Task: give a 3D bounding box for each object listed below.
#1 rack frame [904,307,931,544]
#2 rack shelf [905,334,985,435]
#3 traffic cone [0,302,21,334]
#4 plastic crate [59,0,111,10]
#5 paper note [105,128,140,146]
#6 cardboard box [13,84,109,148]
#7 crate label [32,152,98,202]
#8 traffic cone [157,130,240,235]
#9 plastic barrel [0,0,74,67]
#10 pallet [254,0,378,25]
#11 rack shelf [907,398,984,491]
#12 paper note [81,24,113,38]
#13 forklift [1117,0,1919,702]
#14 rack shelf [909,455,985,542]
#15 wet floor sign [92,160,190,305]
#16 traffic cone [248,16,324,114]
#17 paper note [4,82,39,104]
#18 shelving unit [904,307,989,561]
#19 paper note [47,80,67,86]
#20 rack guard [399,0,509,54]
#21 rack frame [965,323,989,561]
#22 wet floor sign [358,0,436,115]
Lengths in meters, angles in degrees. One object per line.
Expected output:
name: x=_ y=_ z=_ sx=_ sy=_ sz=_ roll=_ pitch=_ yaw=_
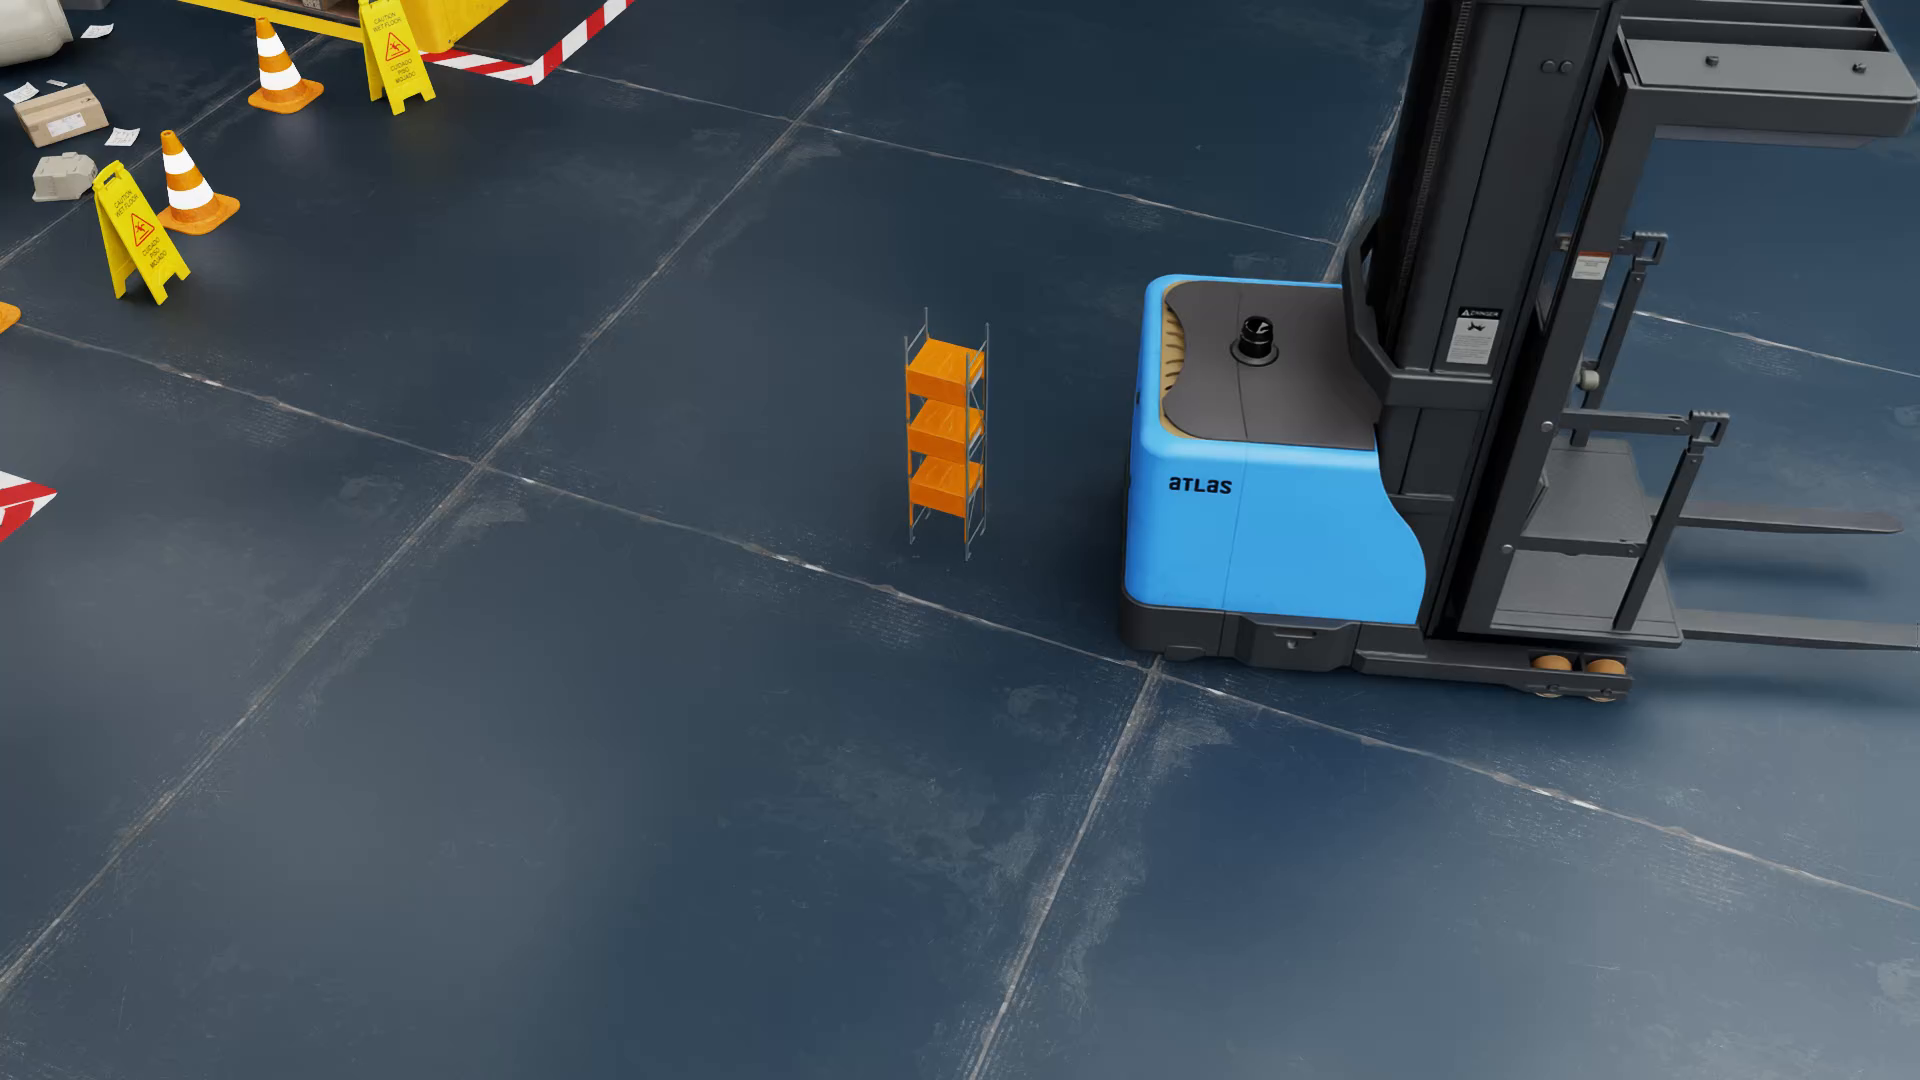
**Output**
rack frame: x=-0.162 y=-0.420 z=6.428 sx=0.008 sy=1.050 sz=0.200 roll=16 pitch=47 yaw=16
rack shelf: x=-0.049 y=-0.580 z=6.202 sx=0.240 sy=0.259 sz=0.215 roll=16 pitch=47 yaw=16
traffic cone: x=-4.600 y=-1.171 z=7.599 sx=0.334 sy=0.463 sz=0.336 roll=16 pitch=47 yaw=16
plastic crate: x=-5.402 y=-3.343 z=10.053 sx=0.583 sy=0.080 sz=0.402 roll=2 pitch=45 yaw=2
paper note: x=-4.482 y=-2.160 z=8.900 sx=0.142 sy=0.019 sz=0.148 roll=2 pitch=45 yaw=2
cardboard box: x=-4.830 y=-2.282 z=8.938 sx=0.380 sy=0.149 sz=0.250 roll=-28 pitch=51 yaw=-25
crate label: x=-4.600 y=-1.872 z=8.535 sx=0.298 sy=0.136 sz=0.250 roll=-5 pitch=45 yaw=-5
traffic cone: x=-3.851 y=-1.815 z=8.246 sx=0.334 sy=0.463 sz=0.336 roll=16 pitch=47 yaw=16
plastic barrel: x=-5.333 y=-2.914 z=9.379 sx=0.512 sy=0.421 sz=0.421 roll=-20 pitch=48 yaw=-19
pallet: x=-3.650 y=-3.528 z=10.146 sx=1.213 sy=0.211 sz=1.003 roll=16 pitch=47 yaw=16
rack shelf: x=-0.049 y=-0.379 z=6.402 sx=0.240 sy=0.259 sz=0.215 roll=16 pitch=47 yaw=16
paper note: x=-5.044 y=-2.980 z=9.723 sx=0.148 sy=0.019 sz=0.142 roll=2 pitch=45 yaw=2
forklift: x=2.145 y=-0.838 z=5.515 sx=3.031 sy=2.935 sz=1.130 roll=4 pitch=45 yaw=4
rack shelf: x=-0.049 y=-0.182 z=6.598 sx=0.240 sy=0.259 sz=0.215 roll=16 pitch=47 yaw=16
wet floor sign: x=-3.867 y=-1.449 z=7.748 sx=0.232 sy=0.644 sz=0.267 roll=9 pitch=46 yaw=9
traffic cone: x=-3.737 y=-2.630 z=9.065 sx=0.334 sy=0.463 sz=0.336 roll=16 pitch=47 yaw=16
paper note: x=-5.209 y=-2.485 z=9.234 sx=0.142 sy=0.019 sz=0.148 roll=33 pitch=54 yaw=29
shelving unit: x=-0.049 y=-0.387 z=6.394 sx=0.252 sy=1.050 sz=0.215 roll=16 pitch=47 yaw=16
paper note: x=-5.059 y=-2.560 z=9.316 sx=0.123 sy=0.001 sz=0.032 roll=16 pitch=47 yaw=16
rack guard: x=-2.914 y=-3.386 z=9.799 sx=0.348 sy=0.500 sz=1.175 roll=16 pitch=47 yaw=16
rack frame: x=0.063 y=-0.354 z=6.361 sx=0.008 sy=1.050 sz=0.200 roll=16 pitch=47 yaw=16
wet floor sign: x=-3.080 y=-2.669 z=8.975 sx=0.232 sy=0.644 sz=0.267 roll=33 pitch=54 yaw=29
